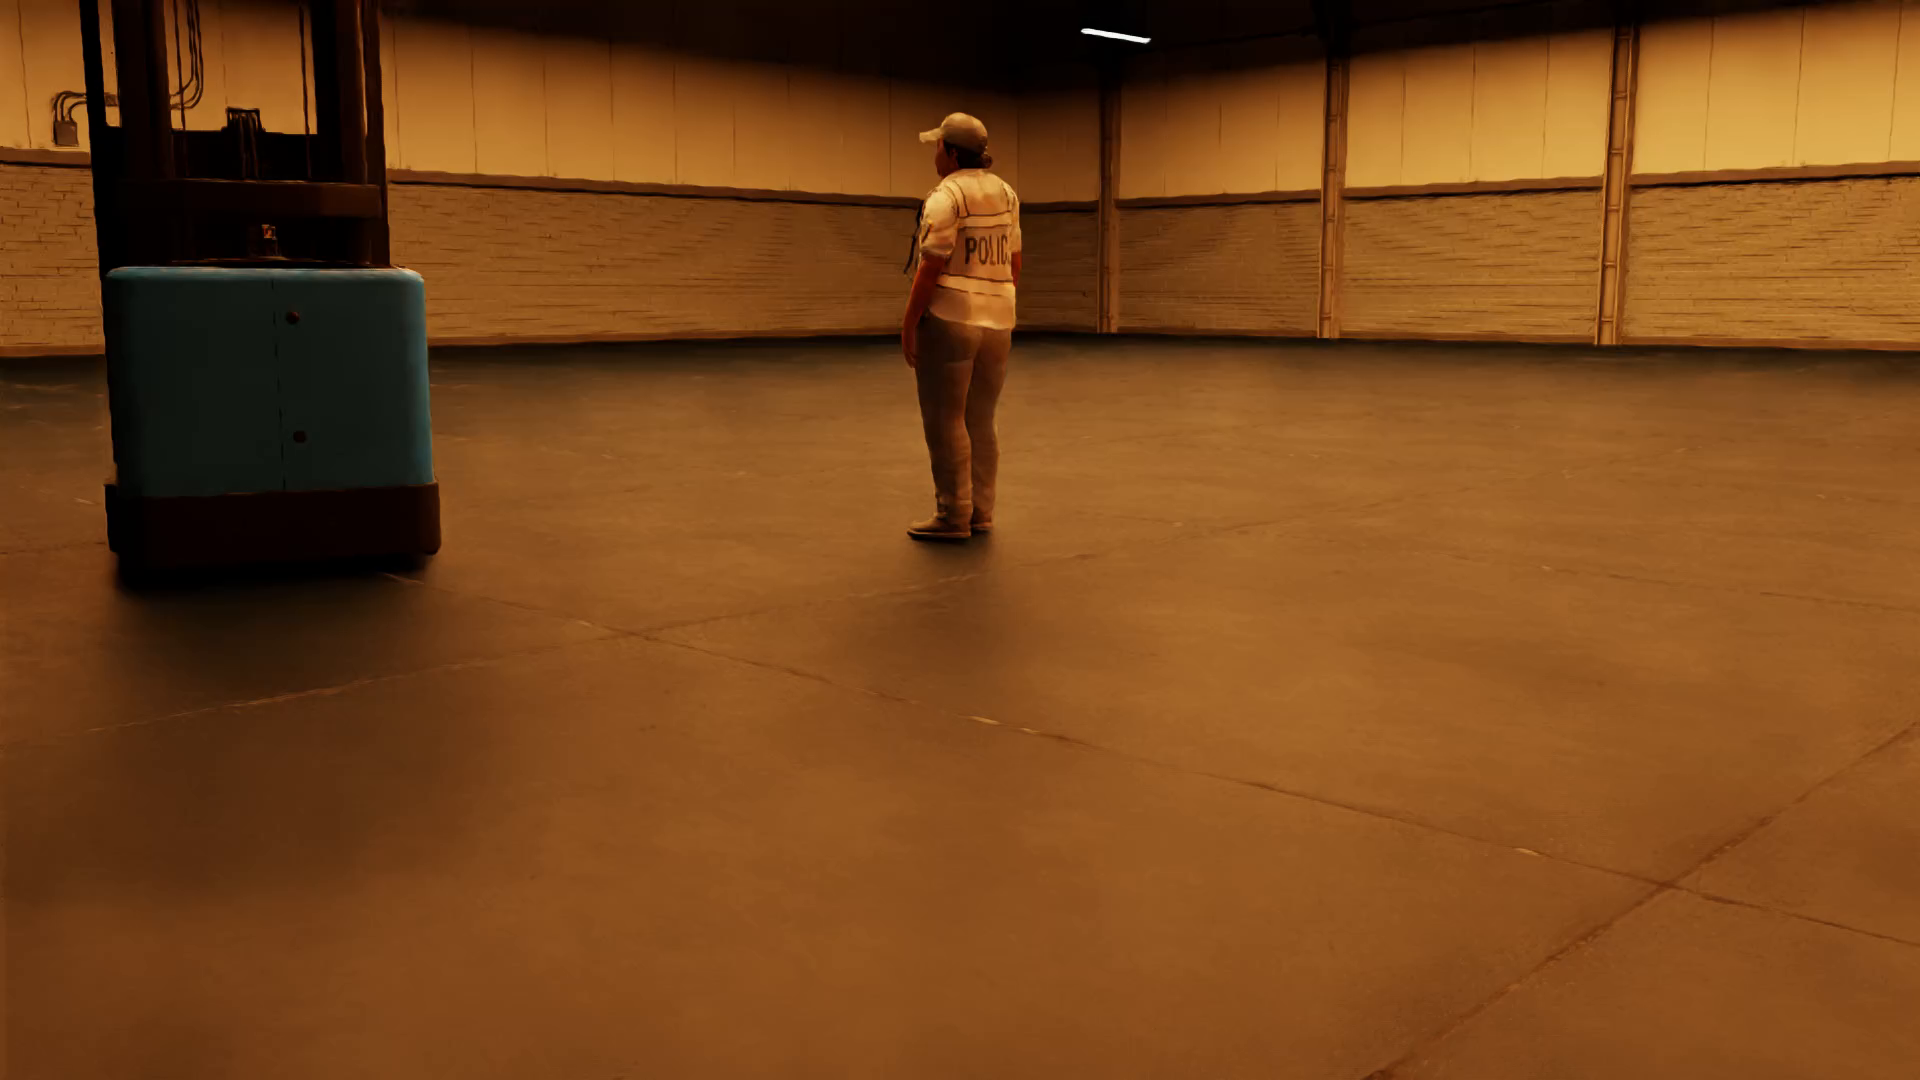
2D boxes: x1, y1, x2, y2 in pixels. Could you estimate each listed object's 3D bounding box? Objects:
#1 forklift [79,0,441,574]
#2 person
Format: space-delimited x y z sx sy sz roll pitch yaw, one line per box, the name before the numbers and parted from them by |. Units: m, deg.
forklift | -2.993 -1.512 6.913 1.130 2.935 3.031 -4 10 -26
person | -0.039 -0.842 6.661 0.529 1.669 0.598 8 12 43
